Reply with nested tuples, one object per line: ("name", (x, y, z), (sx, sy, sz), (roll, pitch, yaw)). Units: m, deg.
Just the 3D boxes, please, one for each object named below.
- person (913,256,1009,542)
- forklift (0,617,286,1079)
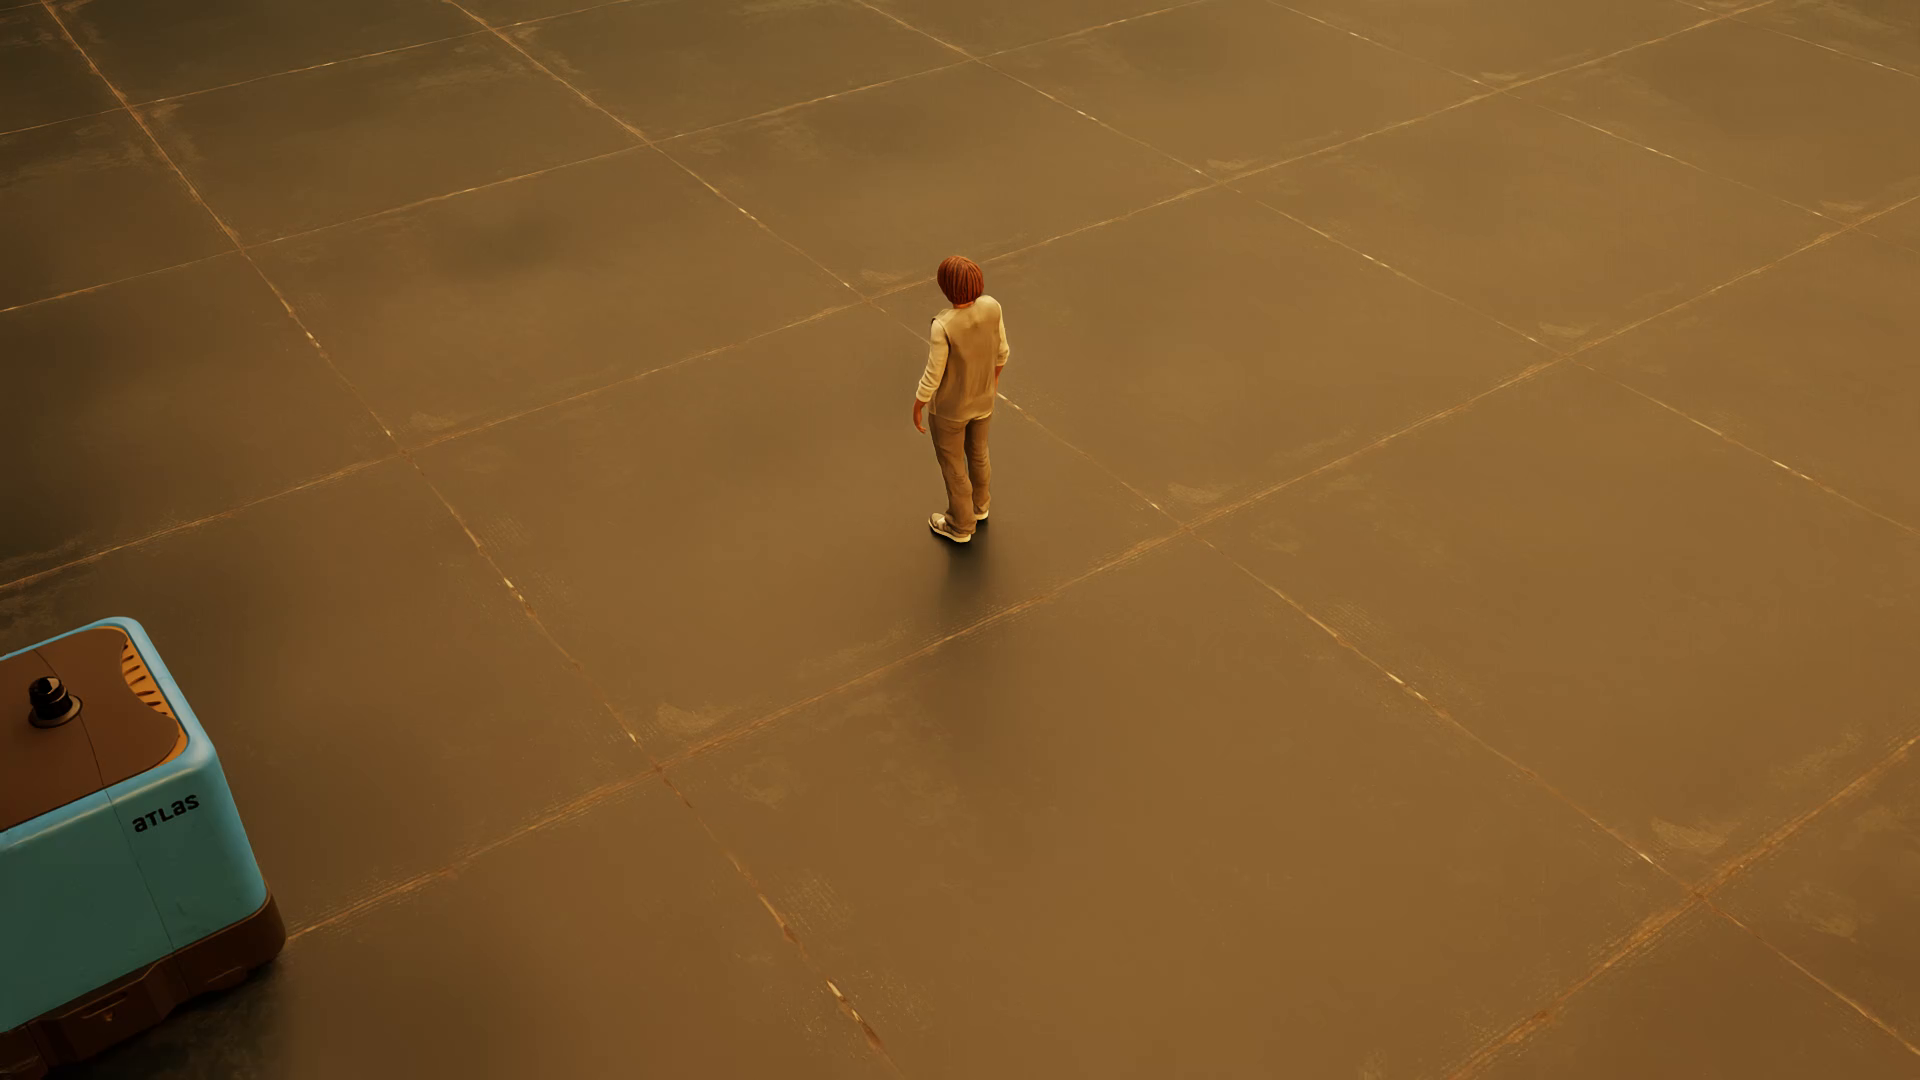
("person", (-0.032, -0.689, 7.986), (0.520, 1.599, 0.473), (-23, 42, -28))
("forklift", (-4.008, 0.711, 4.983), (3.031, 2.935, 1.130), (-25, 43, -30))
